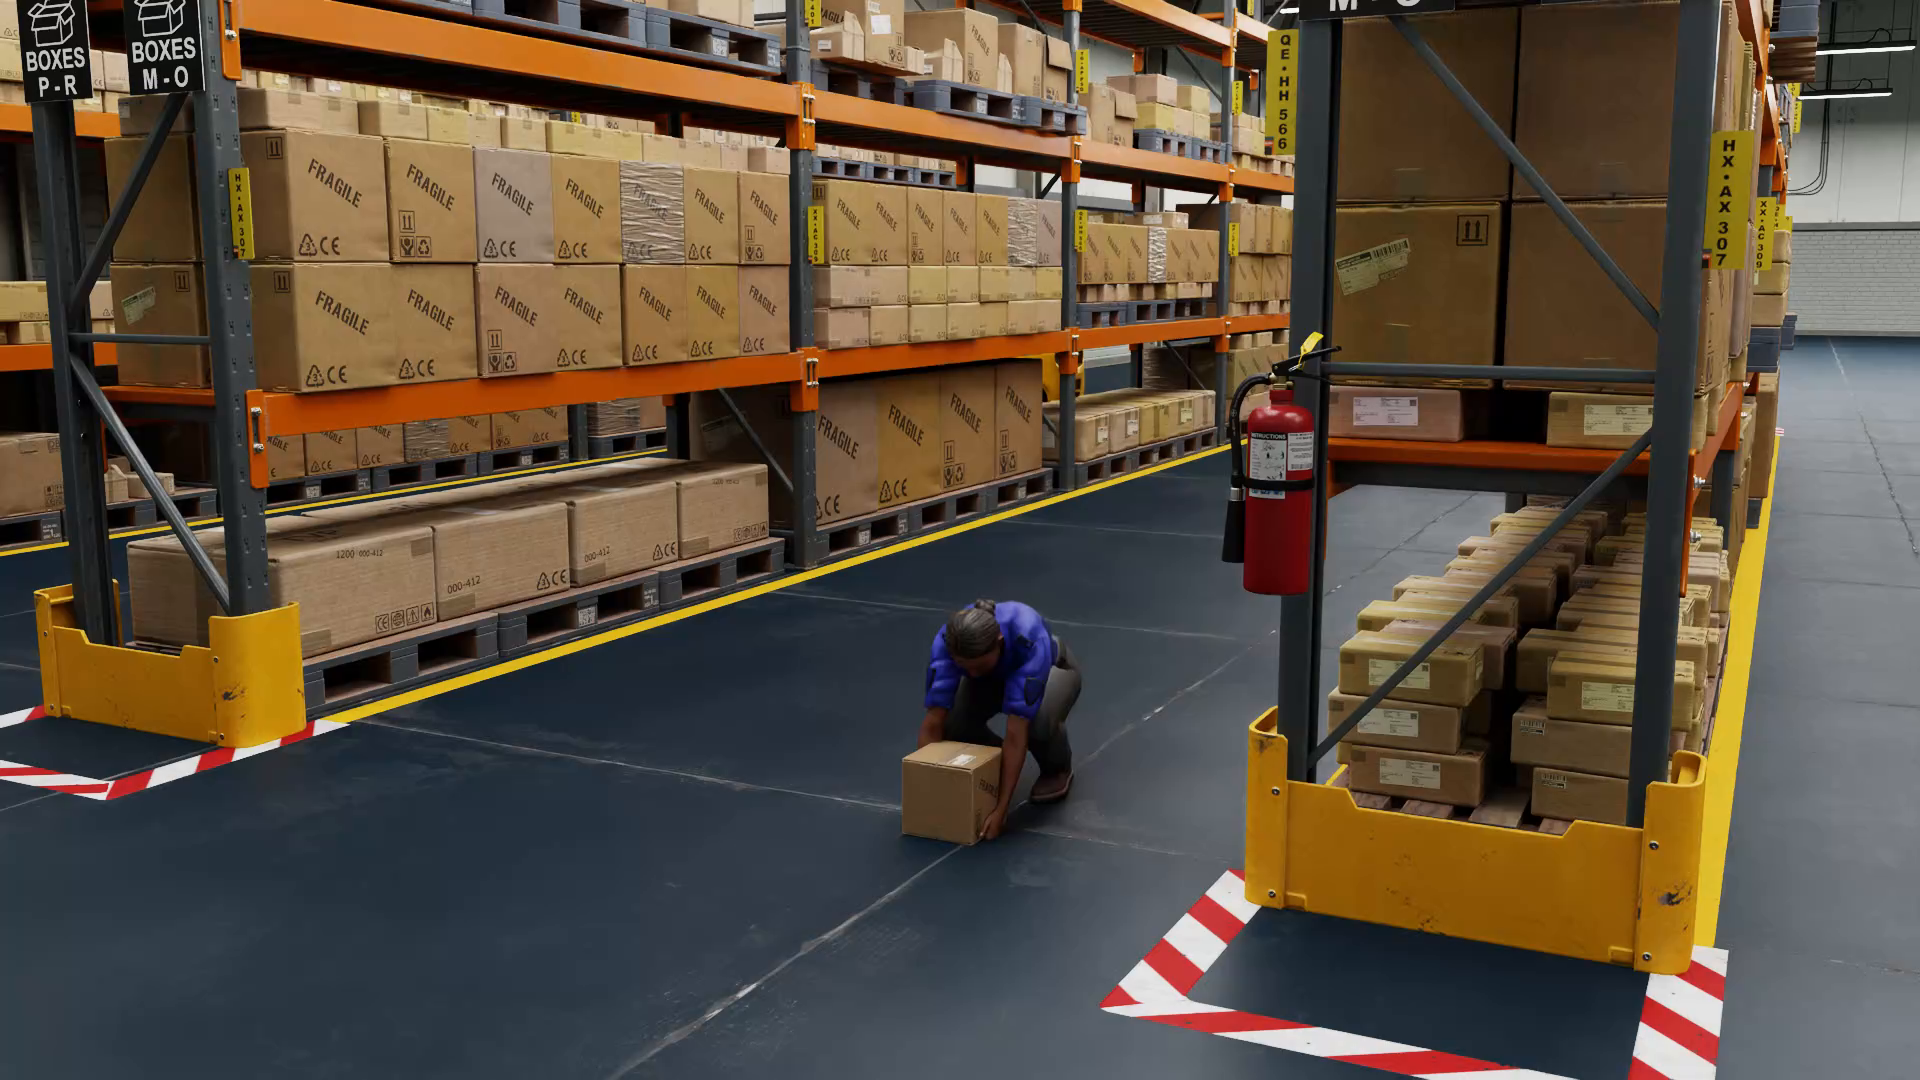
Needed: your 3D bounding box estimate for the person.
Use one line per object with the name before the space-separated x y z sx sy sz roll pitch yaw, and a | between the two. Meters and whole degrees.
person | 0.134 0.551 5.571 0.470 0.808 0.841 4 10 25
